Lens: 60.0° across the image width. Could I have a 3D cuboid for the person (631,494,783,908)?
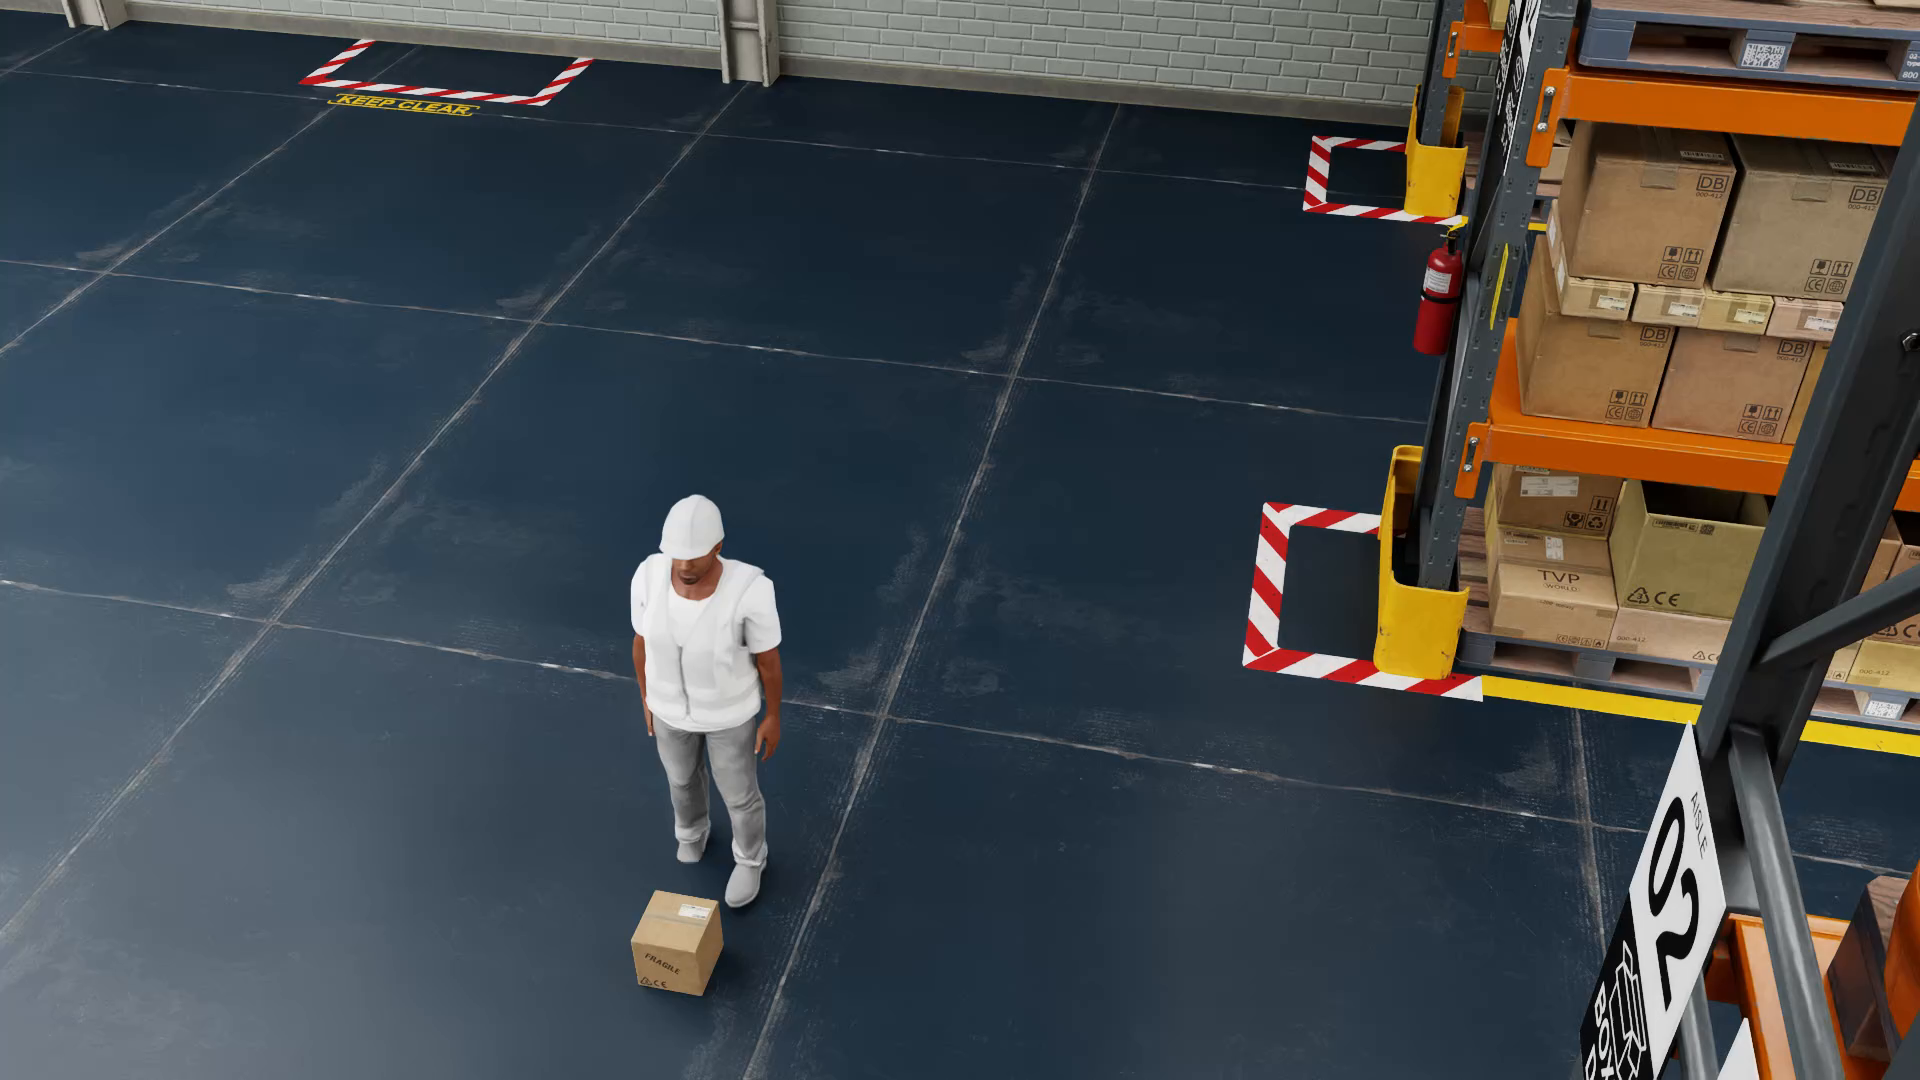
[{"bbox_3d":[-0.926,0.632,6.136,0.568,1.819,0.408,8,37,11],"label":"person"}]
